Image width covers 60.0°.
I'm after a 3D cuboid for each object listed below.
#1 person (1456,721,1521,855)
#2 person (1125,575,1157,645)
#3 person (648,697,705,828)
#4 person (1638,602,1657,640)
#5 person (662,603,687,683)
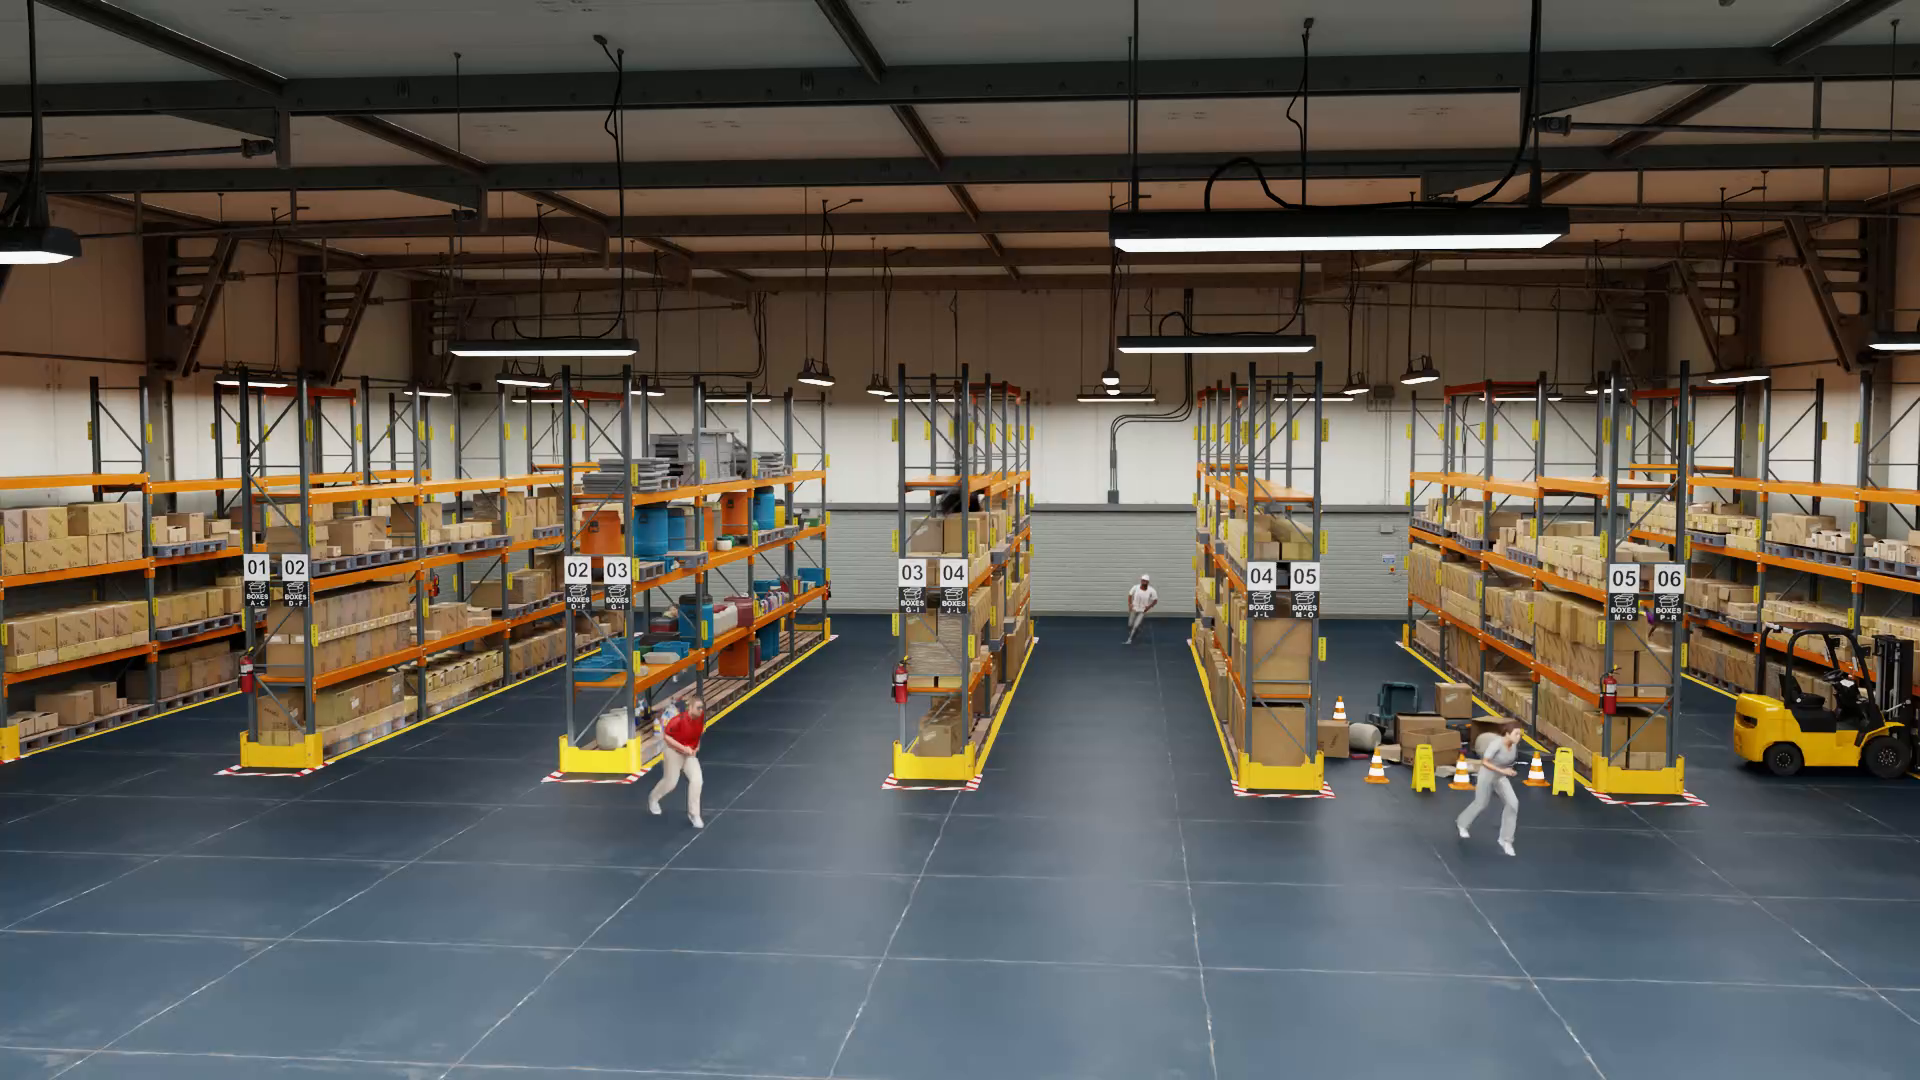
[{"bbox_3d":[6.396,2.946,20.112,0.606,1.622,0.955,-2,4,-30],"label":"person"},{"bbox_3d":[4.307,1.645,39.360,0.749,1.666,0.615,1,4,22],"label":"person"},{"bbox_3d":[-3.652,2.831,21.440,1.018,1.696,0.703,3,5,36],"label":"person"},{"bbox_3d":[13.262,2.017,32.646,0.714,1.772,0.998,-1,4,-13],"label":"person"},{"bbox_3d":[-5.753,2.052,33.891,0.616,1.625,1.003,0,4,6],"label":"person"}]
